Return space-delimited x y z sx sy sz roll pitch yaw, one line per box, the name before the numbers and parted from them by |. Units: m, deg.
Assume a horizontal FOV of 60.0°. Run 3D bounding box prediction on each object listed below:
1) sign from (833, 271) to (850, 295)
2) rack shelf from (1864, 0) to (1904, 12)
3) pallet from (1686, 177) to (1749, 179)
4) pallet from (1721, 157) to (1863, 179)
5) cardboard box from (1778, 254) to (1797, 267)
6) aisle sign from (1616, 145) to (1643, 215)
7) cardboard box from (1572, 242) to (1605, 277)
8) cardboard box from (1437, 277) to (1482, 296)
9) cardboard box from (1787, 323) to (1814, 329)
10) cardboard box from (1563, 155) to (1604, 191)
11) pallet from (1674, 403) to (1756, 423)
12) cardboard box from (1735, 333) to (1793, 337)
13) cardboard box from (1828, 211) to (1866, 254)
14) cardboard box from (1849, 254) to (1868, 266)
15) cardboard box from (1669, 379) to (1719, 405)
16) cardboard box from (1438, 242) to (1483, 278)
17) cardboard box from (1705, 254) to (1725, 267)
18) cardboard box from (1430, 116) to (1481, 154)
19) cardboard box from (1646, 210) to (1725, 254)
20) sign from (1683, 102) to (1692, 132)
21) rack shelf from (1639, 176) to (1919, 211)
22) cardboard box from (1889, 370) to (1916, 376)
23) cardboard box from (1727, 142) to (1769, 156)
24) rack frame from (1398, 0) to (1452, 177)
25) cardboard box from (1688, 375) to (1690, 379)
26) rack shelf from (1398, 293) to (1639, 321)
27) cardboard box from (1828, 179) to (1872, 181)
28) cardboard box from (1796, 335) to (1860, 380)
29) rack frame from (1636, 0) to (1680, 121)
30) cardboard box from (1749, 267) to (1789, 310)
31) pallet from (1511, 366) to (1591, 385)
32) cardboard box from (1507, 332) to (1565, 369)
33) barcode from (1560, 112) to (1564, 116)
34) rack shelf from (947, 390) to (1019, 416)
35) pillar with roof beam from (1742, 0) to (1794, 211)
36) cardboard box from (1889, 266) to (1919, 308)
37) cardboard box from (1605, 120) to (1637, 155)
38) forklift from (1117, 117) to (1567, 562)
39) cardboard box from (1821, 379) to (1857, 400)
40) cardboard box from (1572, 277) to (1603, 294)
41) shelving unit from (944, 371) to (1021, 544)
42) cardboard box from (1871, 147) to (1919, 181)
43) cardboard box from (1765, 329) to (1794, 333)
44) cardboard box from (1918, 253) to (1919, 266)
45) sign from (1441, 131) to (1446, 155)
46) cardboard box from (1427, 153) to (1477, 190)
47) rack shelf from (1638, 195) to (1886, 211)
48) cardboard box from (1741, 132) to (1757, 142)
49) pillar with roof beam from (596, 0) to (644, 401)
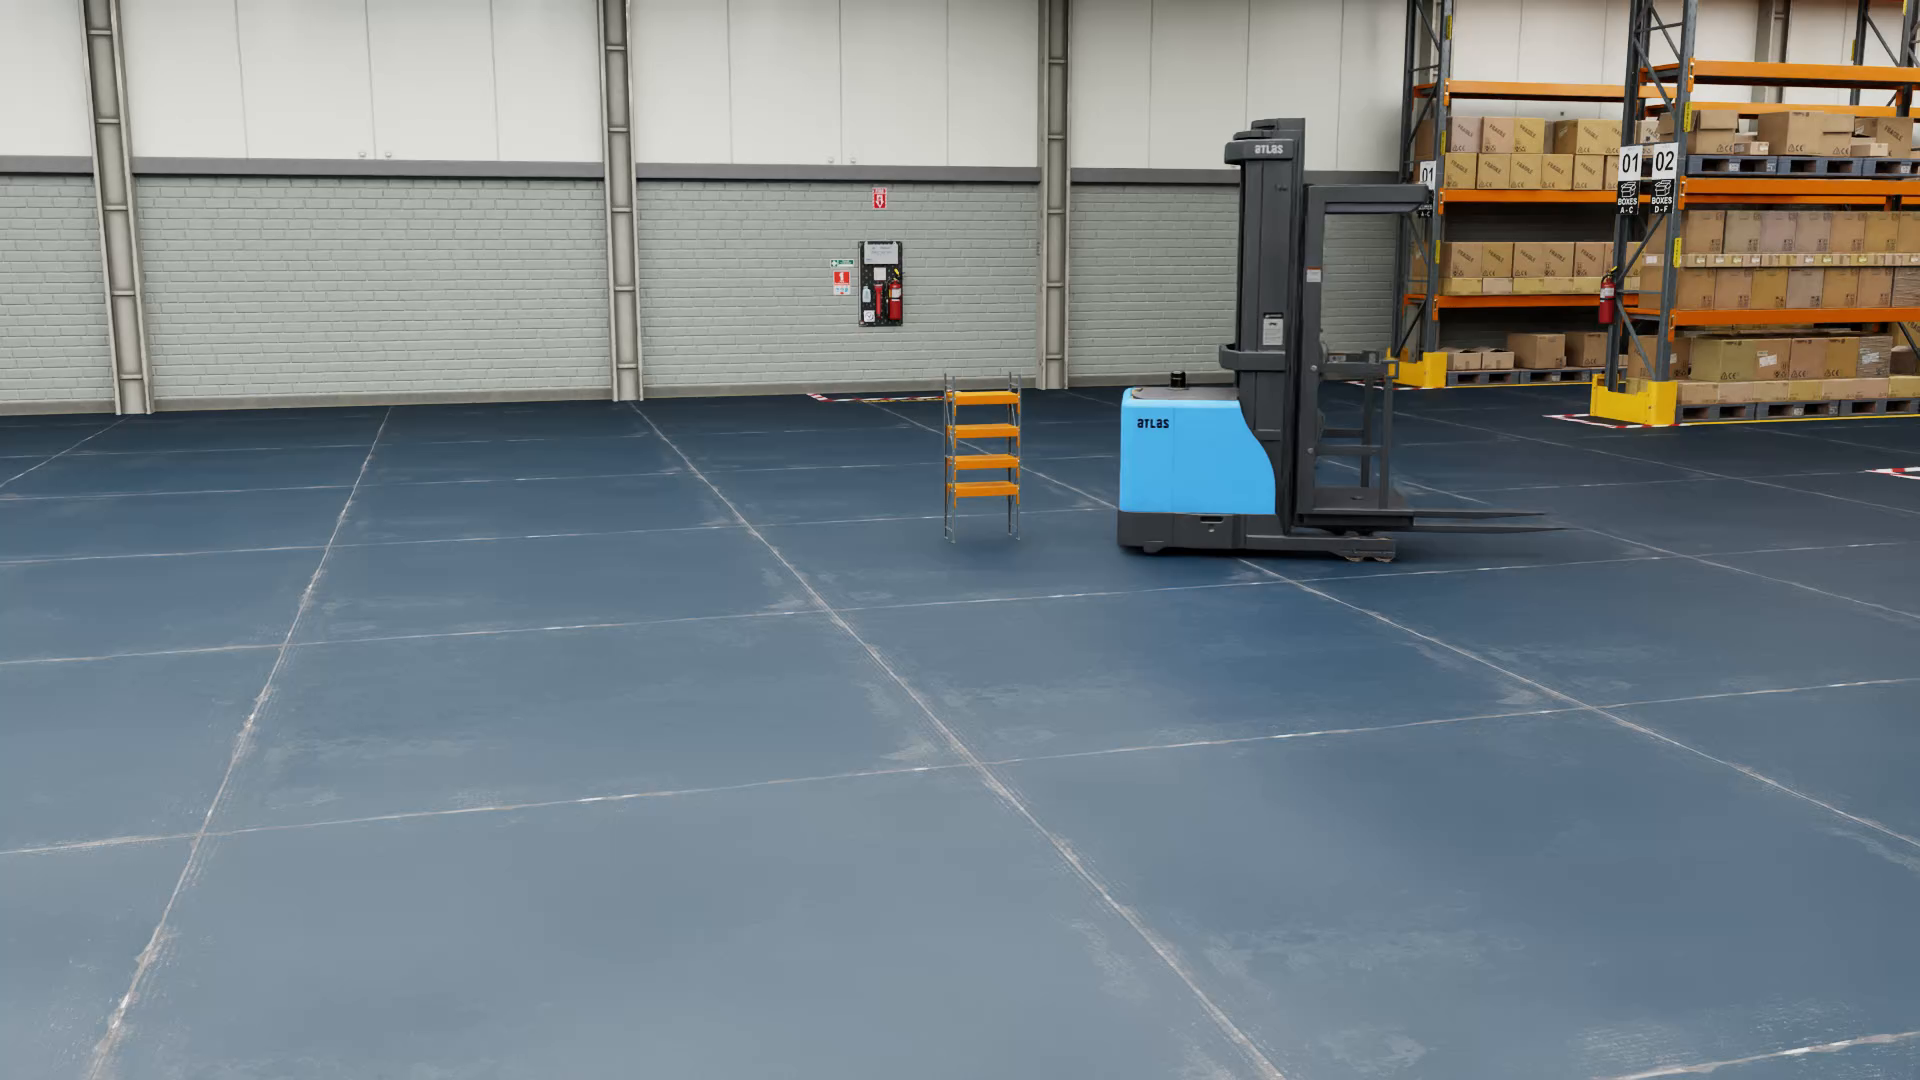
sign | -1.628 -3.545 22.920 0.234 0.329 0.001 -3 11 -16
rack shelf | 16.247 -8.511 26.231 4.000 0.370 1.077 -3 11 -16
pallet | 11.109 -5.372 25.175 1.003 0.211 1.213 -3 11 -16
pallet | 9.894 -4.438 19.830 1.213 0.211 1.003 -3 11 -16
cardboard box | 9.707 -3.329 19.777 0.250 0.149 0.380 -3 11 -17
aisle sign | 7.889 -4.239 19.608 0.004 0.787 0.394 -3 11 -16
cardboard box | 9.155 -4.154 24.611 0.500 0.500 0.500 -3 11 -18
cardboard box | 7.203 -3.679 24.107 0.500 0.250 0.500 -3 11 -18
cardboard box | 13.086 -3.471 26.234 0.500 0.250 0.500 -3 11 -15
cardboard box | 9.060 -5.384 24.391 0.500 0.500 0.500 -3 11 -18
pallet | 8.757 -1.588 20.087 1.213 0.211 1.003 -3 11 -16
cardboard box | 9.902 -2.293 20.581 0.500 0.500 0.500 -3 11 -16
cardboard box | 10.485 -3.728 20.152 0.500 0.500 0.700 -3 11 -16
cardboard box | 10.696 -3.381 20.061 0.250 0.149 0.380 -3 11 -16
cardboard box | 8.611 -1.756 19.733 0.500 0.250 0.500 -3 11 -16
cardboard box | 7.188 -4.051 24.052 0.500 0.500 0.500 -3 11 -16
cardboard box | 8.724 -3.277 19.496 0.250 0.149 0.380 -3 11 -17
cardboard box | 7.084 -5.777 23.765 0.500 0.500 0.500 -4 11 -20
cardboard box | 8.537 -3.624 19.589 0.500 0.500 0.700 -3 11 -16
sign | 8.183 -4.760 18.701 0.005 0.325 0.100 -3 11 -16
rack shelf | 9.954 -4.136 19.928 4.000 0.370 1.077 -3 11 -16
cardboard box | 12.192 -2.041 21.282 0.500 0.250 0.500 -3 11 -16
cardboard box | 9.213 -4.569 19.442 0.250 0.149 0.380 -3 11 -16
rack frame | 6.646 -6.724 23.718 0.127 3.000 1.000 -3 11 -16
cardboard box | 8.943 -1.873 20.370 0.500 0.250 0.500 -3 11 -16
rack shelf | 8.566 -3.521 24.876 4.000 0.370 1.077 -3 11 -16
cardboard box | 13.711 -5.537 25.742 0.500 0.311 0.500 -3 11 -16
cardboard box | 10.528 -2.228 20.226 0.500 0.500 0.500 -3 11 -16
rack frame | 10.486 -6.927 24.817 0.127 3.000 1.000 -3 11 -16
cardboard box | 9.467 -3.035 19.971 0.500 0.500 0.700 -3 11 -16
pallet | 8.678 -2.502 25.056 1.213 0.211 1.003 -3 11 -16
cardboard box | 8.601 -2.838 24.864 0.500 0.500 0.700 -4 11 -20
barcode | 9.032 -6.390 24.941 0.075 0.075 0.001 -3 11 -16
rack shelf | 0.159 -0.985 11.912 0.480 0.148 0.258 -3 11 -16
pillar with roof beam | 14.040 -6.465 22.311 0.400 9.000 9.100 -3 11 -16
cardboard box | 11.450 -3.141 20.547 0.500 0.500 0.700 -3 11 -17
cardboard box | 9.555 -5.900 24.432 0.500 0.500 0.500 -2 11 -13
forklift | 2.642 -1.393 11.517 3.031 2.935 1.130 1 10 6
cardboard box | 10.532 -1.857 20.281 0.500 0.250 0.500 -3 11 -16
cardboard box | 9.157 -3.784 24.674 0.500 0.250 0.500 -3 11 -16
shelving unit | 0.159 -0.598 11.983 0.503 1.200 0.258 -3 11 -16
cardboard box | 14.768 -5.953 26.325 0.500 0.500 0.700 -4 11 -20
cardboard box | 12.654 -3.084 26.204 0.500 0.500 0.700 -3 11 -16
cardboard box | 11.673 -3.432 20.339 0.250 0.149 0.380 -3 11 -16
sign | 6.798 -5.585 23.398 0.005 0.325 0.100 -3 11 -16
cardboard box | 7.037 -5.282 23.834 0.500 0.500 0.500 -3 11 -14
rack shelf | 12.407 -5.199 25.704 4.000 0.370 1.077 -3 11 -16
cardboard box | 9.600 -4.752 19.988 0.500 0.311 0.500 -2 11 -9
pillar with roof beam | -3.242 -5.554 17.363 0.400 9.000 9.100 -3 11 -16
